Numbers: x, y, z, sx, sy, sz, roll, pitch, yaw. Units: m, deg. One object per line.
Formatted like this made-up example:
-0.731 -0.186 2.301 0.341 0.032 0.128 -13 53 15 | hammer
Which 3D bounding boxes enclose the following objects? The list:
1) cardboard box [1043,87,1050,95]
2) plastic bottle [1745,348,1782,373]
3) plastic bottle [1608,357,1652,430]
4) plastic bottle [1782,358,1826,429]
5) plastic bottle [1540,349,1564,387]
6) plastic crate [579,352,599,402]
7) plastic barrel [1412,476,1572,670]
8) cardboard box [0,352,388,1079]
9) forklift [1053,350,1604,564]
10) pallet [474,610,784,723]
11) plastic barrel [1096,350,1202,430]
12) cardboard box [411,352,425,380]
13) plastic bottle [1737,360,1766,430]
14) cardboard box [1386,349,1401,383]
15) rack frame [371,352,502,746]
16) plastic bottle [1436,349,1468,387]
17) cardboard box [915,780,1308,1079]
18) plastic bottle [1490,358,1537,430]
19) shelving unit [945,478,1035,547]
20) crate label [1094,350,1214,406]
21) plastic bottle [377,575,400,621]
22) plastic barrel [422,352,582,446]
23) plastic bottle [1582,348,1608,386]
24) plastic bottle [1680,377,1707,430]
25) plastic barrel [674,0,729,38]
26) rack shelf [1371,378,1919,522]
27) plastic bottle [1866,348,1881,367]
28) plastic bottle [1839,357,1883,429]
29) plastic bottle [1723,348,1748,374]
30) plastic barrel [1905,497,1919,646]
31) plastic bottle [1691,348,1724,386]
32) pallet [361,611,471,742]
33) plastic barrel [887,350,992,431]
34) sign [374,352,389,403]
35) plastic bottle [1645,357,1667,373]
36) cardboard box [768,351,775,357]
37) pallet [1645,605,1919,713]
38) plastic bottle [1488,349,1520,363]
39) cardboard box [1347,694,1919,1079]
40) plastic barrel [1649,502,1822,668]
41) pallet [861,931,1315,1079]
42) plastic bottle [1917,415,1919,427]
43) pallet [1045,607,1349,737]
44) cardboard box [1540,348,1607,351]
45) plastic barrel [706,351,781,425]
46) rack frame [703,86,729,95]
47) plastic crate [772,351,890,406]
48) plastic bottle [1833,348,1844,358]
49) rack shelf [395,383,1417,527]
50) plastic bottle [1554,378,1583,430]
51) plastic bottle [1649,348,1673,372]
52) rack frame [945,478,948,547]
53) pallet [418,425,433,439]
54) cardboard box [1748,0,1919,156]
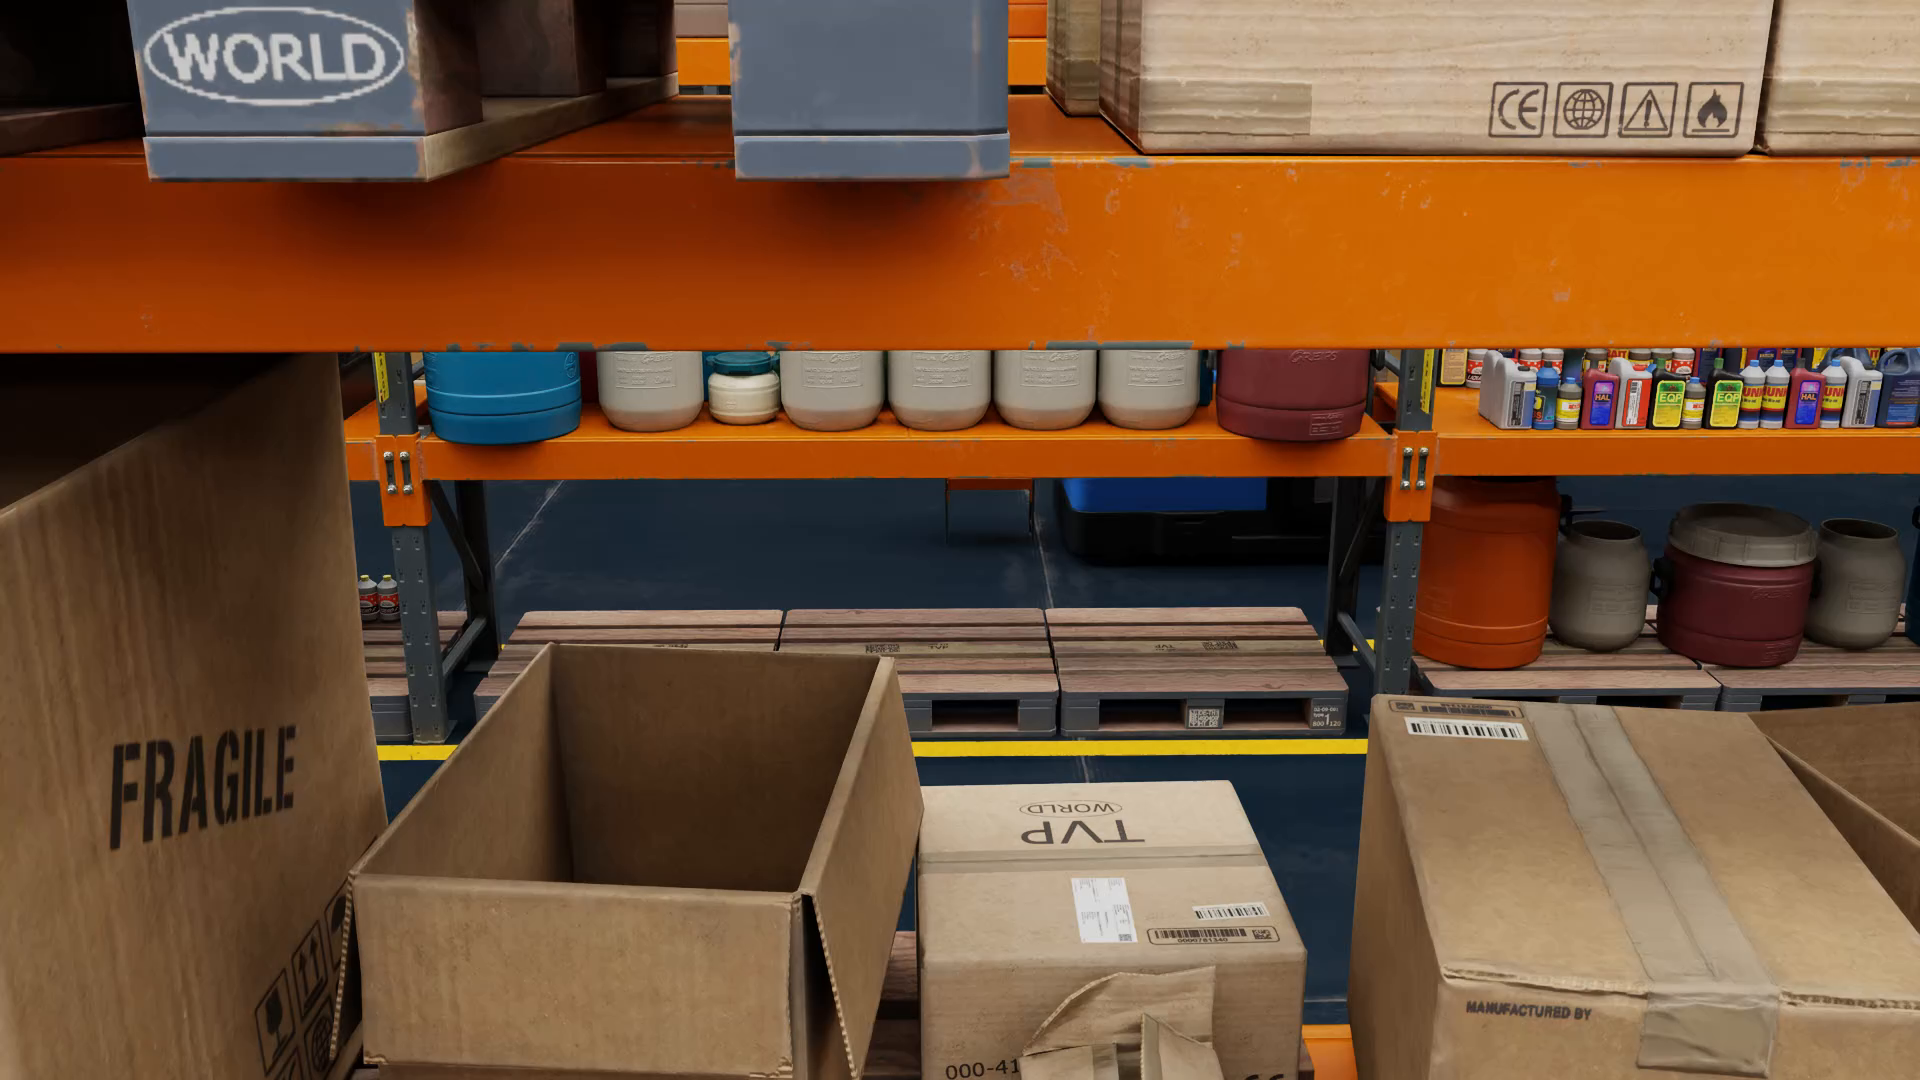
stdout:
0.968 -4.323 16.168 0.250 0.149 0.380 -3 18 -10 | cardboard box
3.518 -0.787 7.282 0.133 0.283 0.061 0 18 -1 | plastic bottle
2.691 -0.595 6.694 0.135 0.276 0.152 0 18 -1 | plastic bottle
3.384 -0.588 6.660 0.133 0.283 0.061 0 18 -1 | plastic bottle
2.632 -0.782 7.401 0.097 0.201 0.097 0 18 0 | plastic bottle
-1.730 -0.855 7.198 0.583 0.464 0.402 0 18 -1 | plastic crate
2.279 0.078 7.260 0.708 0.830 0.600 0 18 -1 | plastic barrel
-1.335 0.337 1.917 1.000 1.000 1.000 0 18 0 | cardboard box
2.091 -1.428 9.200 3.031 2.935 1.130 -1 18 -3 | forklift
-1.425 0.583 7.384 1.213 0.211 1.003 0 18 -1 | pallet
0.765 -0.731 6.734 0.421 0.512 0.421 0 18 0 | plastic barrel
-3.744 -1.418 11.644 0.500 0.500 0.500 0 18 -1 | cardboard box
3.171 -0.587 6.676 0.097 0.271 0.097 0 18 0 | plastic bottle
3.200 -1.200 11.751 0.500 0.500 0.500 -1 18 -2 | cardboard box
-2.209 -0.729 6.909 0.127 3.000 1.000 0 18 -1 | rack frame
2.188 -0.825 7.400 0.133 0.283 0.061 0 18 -1 | plastic bottle
0.189 0.574 2.406 0.500 0.250 0.500 -1 18 -2 | cardboard box
2.228 -0.593 6.687 0.135 0.276 0.152 0 18 -1 | plastic bottle
0.166 -0.572 9.367 0.503 1.200 0.258 0 18 -1 | shelving unit
0.792 -0.843 7.207 0.616 0.435 0.502 0 18 -1 | crate label
-2.636 0.262 7.681 0.097 0.201 0.097 0 18 0 | plastic bottle
-1.818 -0.877 6.550 0.708 0.901 0.600 0 18 -1 | plastic barrel
2.826 -0.783 7.404 0.097 0.201 0.097 0 18 0 | plastic bottle
2.940 -0.552 6.683 0.097 0.201 0.097 0 18 0 | plastic bottle
-1.050 -2.468 6.599 0.600 0.901 0.600 0 18 0 | plastic barrel
3.790 -0.415 7.109 4.000 0.370 1.077 0 18 -1 | rack shelf
4.047 -0.823 7.412 0.097 0.271 0.097 0 18 0 | plastic bottle
3.615 -0.599 6.708 0.135 0.276 0.152 0 18 -1 | plastic bottle
3.490 -0.851 7.369 0.185 0.351 0.144 0 18 -1 | plastic bottle
4.537 0.032 7.283 0.708 0.901 0.600 0 18 -1 | plastic barrel
3.331 -0.830 7.417 0.133 0.283 0.061 0 18 -1 | plastic bottle
-2.882 0.589 7.365 1.213 0.211 1.003 0 18 -1 | pallet
-0.083 -0.737 6.712 0.433 0.535 0.433 0 18 0 | plastic barrel
-2.212 -0.693 6.343 0.005 0.325 0.100 0 18 -1 | sign
2.806 -0.603 6.728 0.097 0.271 0.097 0 18 0 | plastic bottle
-1.366 -1.326 11.667 0.500 0.311 0.500 0 18 -2 | cardboard box
3.795 0.558 7.463 1.213 0.211 1.003 0 18 -1 | pallet
2.419 -0.826 7.403 0.133 0.283 0.061 0 18 -1 | plastic bottle
0.772 0.565 2.025 0.500 0.500 0.700 2 18 7 | cardboard box
3.408 0.187 7.314 0.708 0.588 0.600 0 18 -1 | plastic barrel
-0.110 0.878 2.214 1.213 0.211 1.003 0 18 -1 | pallet
3.934 -0.590 6.668 0.133 0.283 0.061 0 18 -1 | plastic bottle
1.015 0.571 7.421 1.213 0.211 1.003 0 18 -1 | pallet
4.230 -1.208 11.773 0.500 0.500 0.500 0 18 0 | cardboard box
-0.884 -0.623 6.804 0.301 0.262 0.301 0 18 0 | plastic barrel
-2.366 -3.755 16.342 0.127 3.000 1.000 0 18 -1 | rack frame
-0.473 -0.723 7.237 0.662 0.188 0.450 0 18 -1 | plastic crate
3.854 -0.778 7.272 0.097 0.271 0.097 0 18 0 | plastic bottle
-0.210 -0.396 7.049 4.000 0.370 1.077 0 18 -1 | rack shelf
2.442 -0.550 6.676 0.097 0.201 0.097 0 18 0 | plastic bottle
3.118 -0.785 7.409 0.097 0.201 0.097 0 18 0 | plastic bottle
-0.078 -0.571 9.363 0.015 1.200 0.240 0 18 -1 | rack frame
-4.303 -0.916 12.058 1.213 0.211 1.003 0 18 -1 | pallet
0.901 -0.509 1.558 0.500 0.250 0.500 0 18 -1 | cardboard box
